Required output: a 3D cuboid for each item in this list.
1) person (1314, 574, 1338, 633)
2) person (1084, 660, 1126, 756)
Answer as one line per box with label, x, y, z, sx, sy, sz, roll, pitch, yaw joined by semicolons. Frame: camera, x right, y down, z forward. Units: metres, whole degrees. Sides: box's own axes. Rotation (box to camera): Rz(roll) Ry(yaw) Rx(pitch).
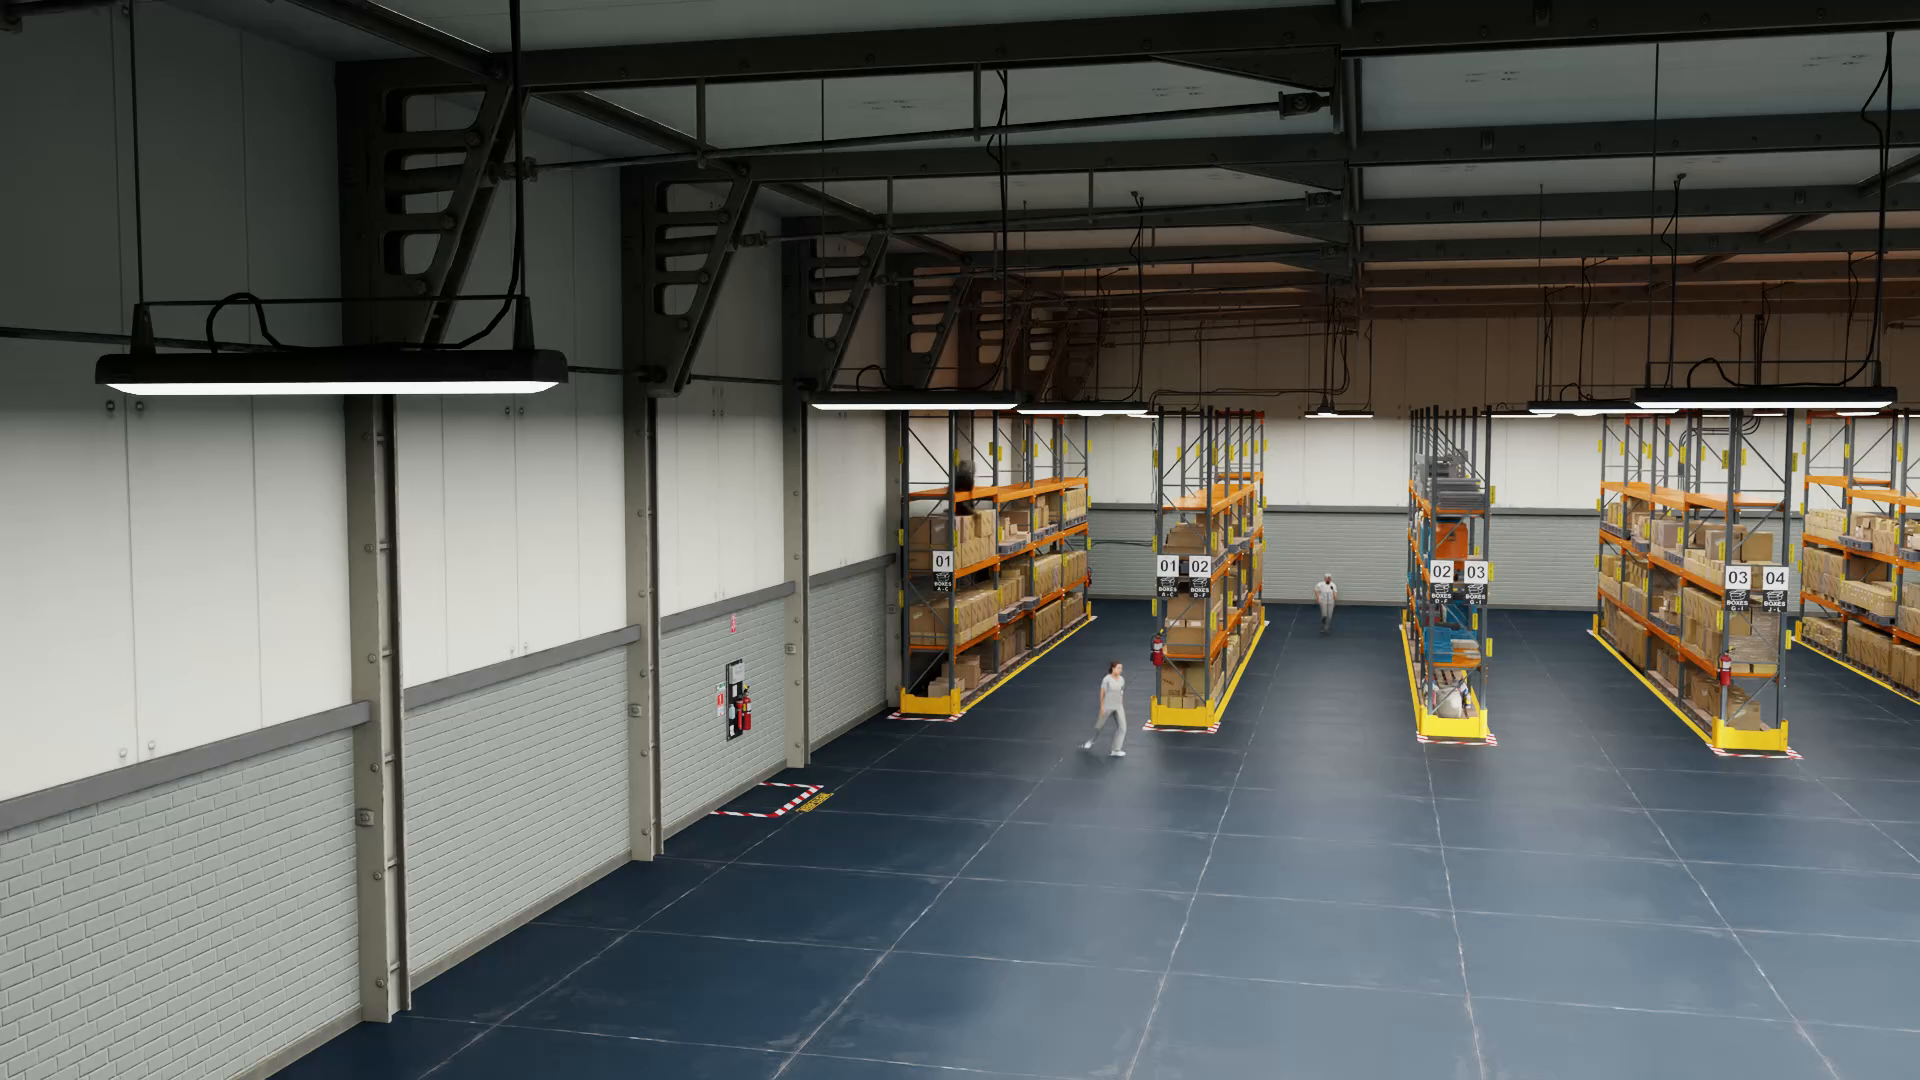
person;9.848;1.708;44.703;0.606;1.621;0.662;0;4;3
person;2.510;2.856;28.519;0.584;1.620;0.832;-1;4;-20
